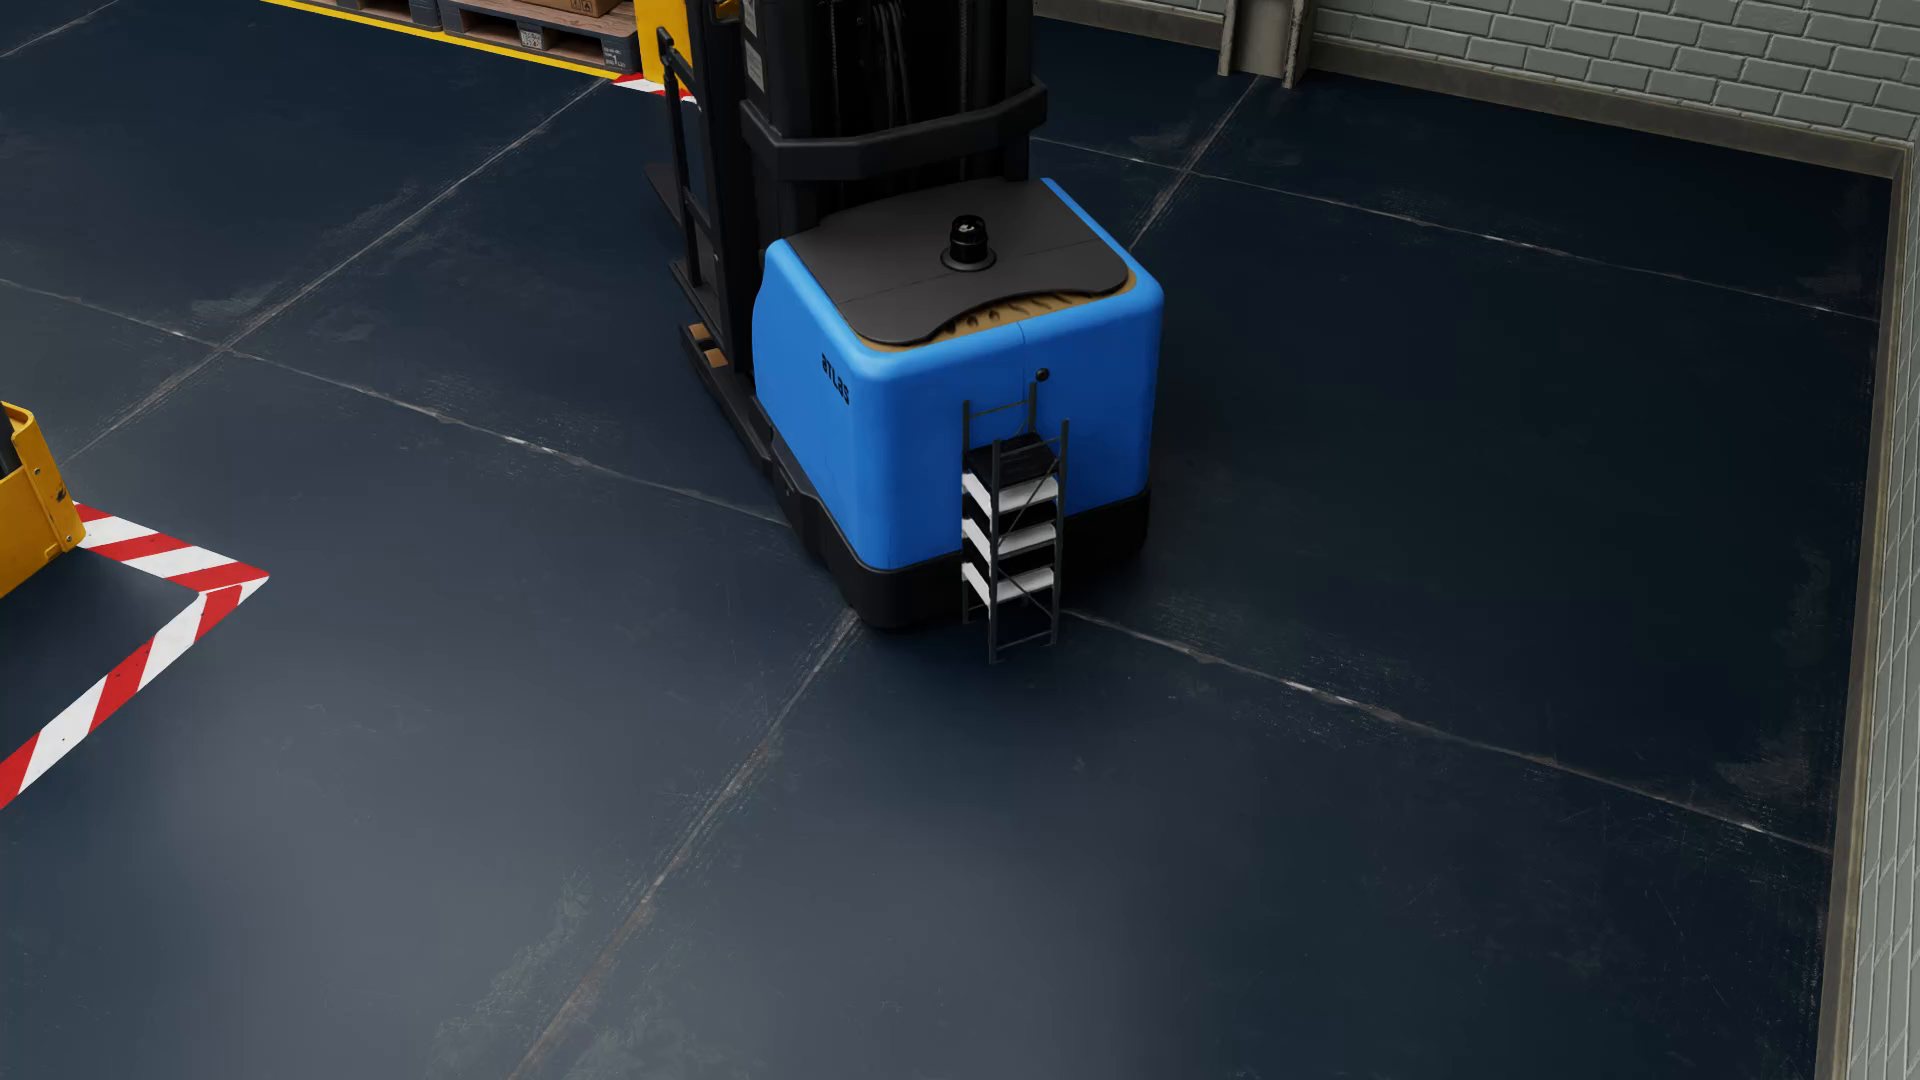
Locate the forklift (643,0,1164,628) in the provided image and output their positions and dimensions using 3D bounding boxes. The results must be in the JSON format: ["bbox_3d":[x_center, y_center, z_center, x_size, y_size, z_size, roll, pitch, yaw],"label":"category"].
[{"bbox_3d":[-0.446,-1.791,5.578,1.130,2.935,3.031,-17,44,-19],"label":"forklift"}]

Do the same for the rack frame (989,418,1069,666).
[{"bbox_3d":[0.203,0.025,5.034,0.240,0.900,0.006,-17,44,-19],"label":"rack frame"}]

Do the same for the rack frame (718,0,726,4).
[{"bbox_3d":[-1.254,-3.784,7.826,0.127,3.000,1.000,17,44,19],"label":"rack frame"}]

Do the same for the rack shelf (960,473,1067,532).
[{"bbox_3d":[0.160,-0.146,5.008,0.258,0.077,0.200,-17,44,-19],"label":"rack shelf"}]

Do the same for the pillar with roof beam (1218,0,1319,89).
[{"bbox_3d":[-0.261,-3.262,2.642,0.400,9.000,9.100,17,44,19],"label":"pillar with roof beam"}]

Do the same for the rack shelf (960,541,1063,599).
[{"bbox_3d":[0.160,0.058,5.184,0.258,0.077,0.200,-17,44,-19],"label":"rack shelf"}]

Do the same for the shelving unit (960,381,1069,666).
[{"bbox_3d":[0.160,-0.035,5.104,0.258,0.900,0.210,-17,44,-19],"label":"shelving unit"}]

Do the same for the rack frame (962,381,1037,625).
[{"bbox_3d":[0.117,-0.096,5.173,0.240,0.900,0.006,-17,44,-19],"label":"rack frame"}]

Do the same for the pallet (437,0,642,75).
[{"bbox_3d":[-2.011,-2.905,8.941,1.213,0.211,1.003,17,44,19],"label":"pallet"}]

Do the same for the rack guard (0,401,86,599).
[{"bbox_3d":[-3.413,0.081,5.275,0.348,0.500,1.175,17,44,19],"label":"rack guard"}]

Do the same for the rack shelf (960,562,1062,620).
[{"bbox_3d":[0.160,0.126,5.243,0.258,0.077,0.200,-17,44,-19],"label":"rack shelf"}]

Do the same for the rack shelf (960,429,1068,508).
[{"bbox_3d":[0.160,-0.214,4.949,0.258,0.077,0.200,-17,44,-19],"label":"rack shelf"}]

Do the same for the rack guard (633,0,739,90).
[{"bbox_3d":[-1.232,-2.833,8.637,0.348,0.500,1.175,17,44,19],"label":"rack guard"}]

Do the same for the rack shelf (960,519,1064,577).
[{"bbox_3d":[0.160,-0.010,5.125,0.258,0.077,0.200,-17,44,-19],"label":"rack shelf"}]

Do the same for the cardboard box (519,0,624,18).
[{"bbox_3d":[-1.930,-3.133,8.662,0.500,0.500,0.700,17,44,19],"label":"cardboard box"}]

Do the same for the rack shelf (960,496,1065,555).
[{"bbox_3d":[0.160,-0.078,5.066,0.258,0.077,0.200,-17,44,-19],"label":"rack shelf"}]

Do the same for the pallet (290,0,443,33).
[{"bbox_3d":[-3.113,-3.244,9.332,1.213,0.211,1.003,17,44,19],"label":"pallet"}]

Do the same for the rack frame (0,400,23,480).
[{"bbox_3d":[-3.345,-0.843,4.432,0.127,3.000,1.000,17,44,19],"label":"rack frame"}]
